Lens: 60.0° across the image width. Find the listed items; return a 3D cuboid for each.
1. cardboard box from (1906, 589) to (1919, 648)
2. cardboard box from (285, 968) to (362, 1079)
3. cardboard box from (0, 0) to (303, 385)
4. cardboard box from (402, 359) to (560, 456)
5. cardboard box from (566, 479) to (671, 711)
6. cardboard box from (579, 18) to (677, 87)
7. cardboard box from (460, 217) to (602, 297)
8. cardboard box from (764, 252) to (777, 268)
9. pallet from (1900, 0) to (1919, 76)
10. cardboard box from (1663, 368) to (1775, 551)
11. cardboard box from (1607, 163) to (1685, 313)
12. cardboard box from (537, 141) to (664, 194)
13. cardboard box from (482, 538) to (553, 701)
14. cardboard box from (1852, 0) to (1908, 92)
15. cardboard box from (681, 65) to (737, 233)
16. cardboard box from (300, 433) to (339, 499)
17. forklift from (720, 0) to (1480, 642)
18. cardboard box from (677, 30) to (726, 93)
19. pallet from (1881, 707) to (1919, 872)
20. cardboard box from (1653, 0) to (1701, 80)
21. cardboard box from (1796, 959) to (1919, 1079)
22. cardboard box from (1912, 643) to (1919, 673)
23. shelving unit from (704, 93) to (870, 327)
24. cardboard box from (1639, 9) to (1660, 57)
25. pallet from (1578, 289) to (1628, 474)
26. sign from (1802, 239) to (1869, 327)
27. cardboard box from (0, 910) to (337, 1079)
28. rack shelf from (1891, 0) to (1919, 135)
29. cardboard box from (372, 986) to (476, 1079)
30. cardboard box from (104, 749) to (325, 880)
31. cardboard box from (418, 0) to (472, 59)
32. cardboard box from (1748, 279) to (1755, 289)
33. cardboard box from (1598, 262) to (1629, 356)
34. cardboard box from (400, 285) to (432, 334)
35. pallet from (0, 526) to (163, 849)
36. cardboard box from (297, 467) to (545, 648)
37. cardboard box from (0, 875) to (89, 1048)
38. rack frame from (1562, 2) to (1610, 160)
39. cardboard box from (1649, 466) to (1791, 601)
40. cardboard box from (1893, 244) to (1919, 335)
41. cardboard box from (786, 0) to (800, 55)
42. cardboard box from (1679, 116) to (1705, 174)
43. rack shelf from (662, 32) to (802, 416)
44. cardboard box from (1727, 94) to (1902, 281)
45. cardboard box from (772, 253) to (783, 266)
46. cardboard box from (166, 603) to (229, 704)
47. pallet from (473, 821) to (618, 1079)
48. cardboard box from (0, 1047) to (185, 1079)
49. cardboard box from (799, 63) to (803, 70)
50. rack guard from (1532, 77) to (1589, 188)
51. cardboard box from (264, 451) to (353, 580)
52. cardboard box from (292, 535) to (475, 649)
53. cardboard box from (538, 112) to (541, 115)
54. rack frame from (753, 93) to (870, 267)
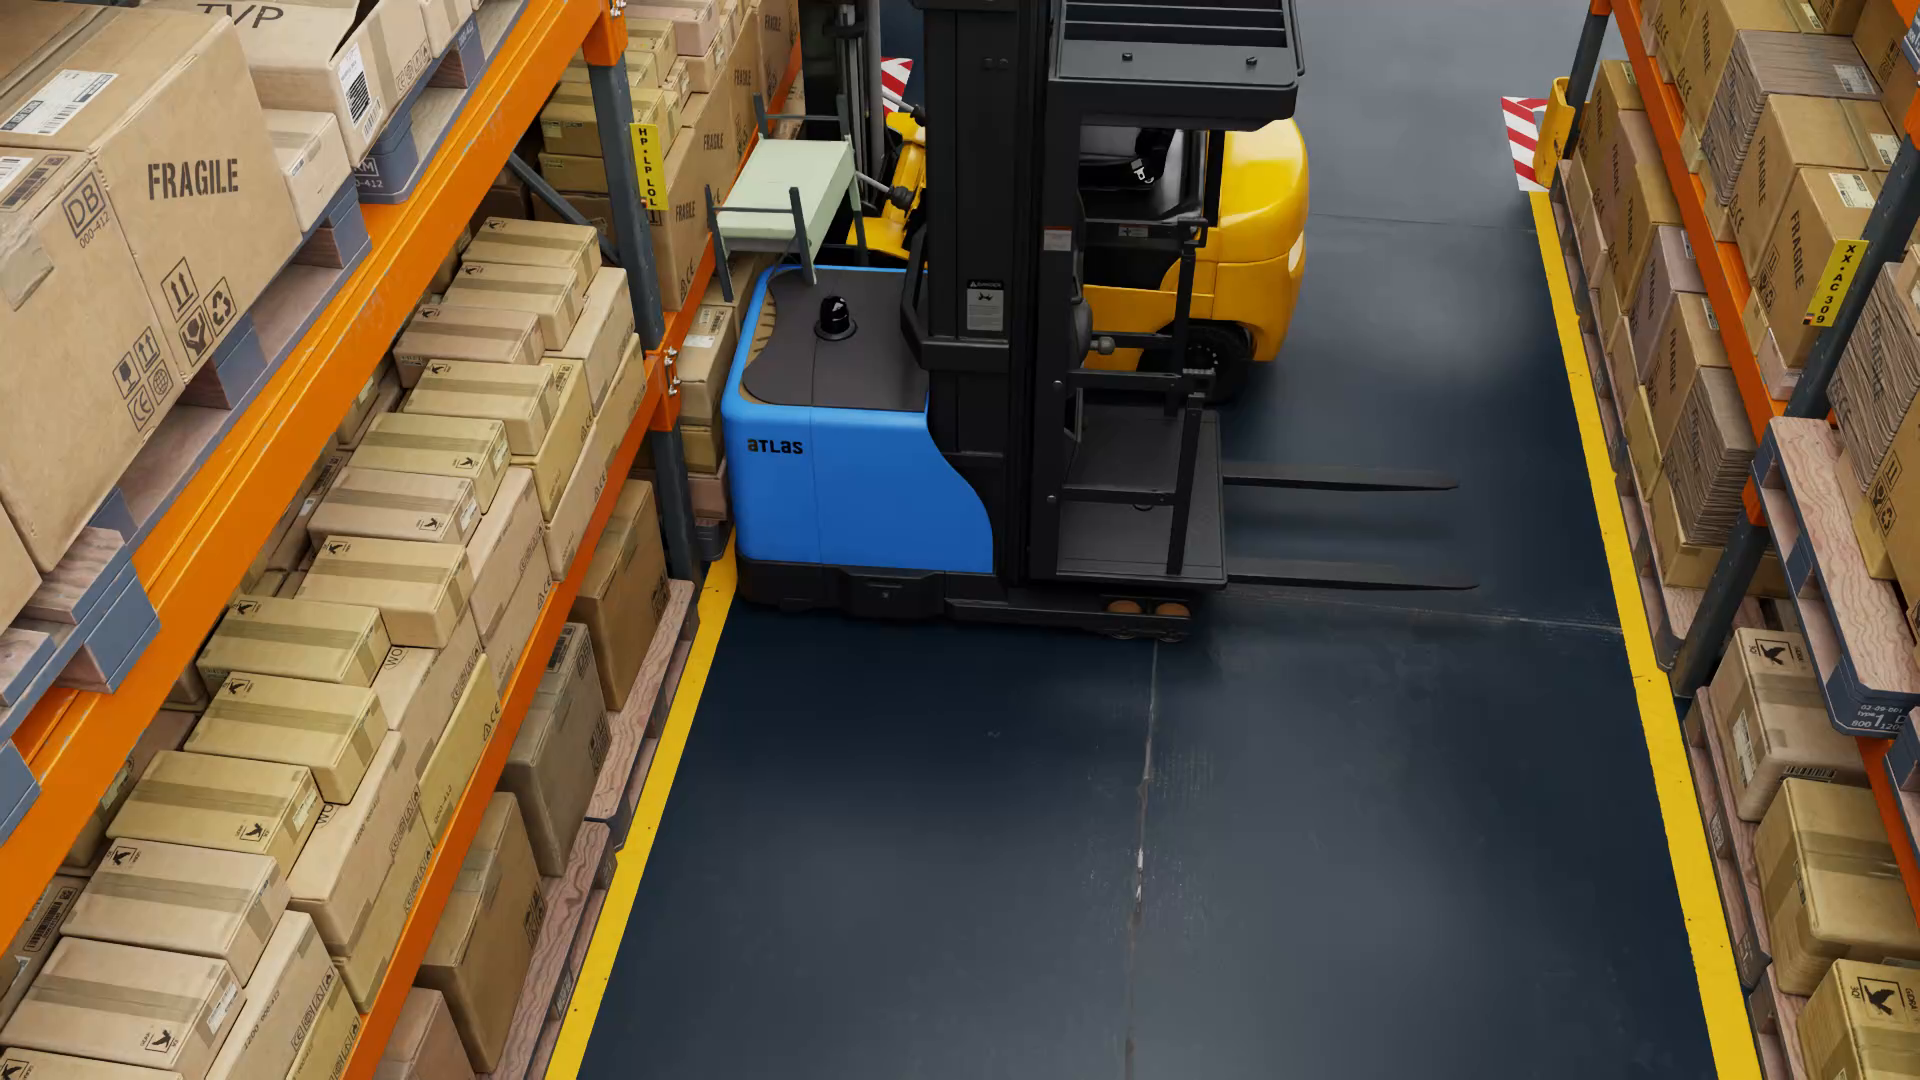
[{"bbox_3d":[2.840,0.215,4.247,0.500,0.500,0.500,5,44,5],"label":"cardboard box"},{"bbox_3d":[-1.746,1.251,3.857,0.500,0.250,0.500,4,44,5],"label":"cardboard box"},{"bbox_3d":[-1.646,-0.661,3.134,0.500,0.500,0.500,6,44,7],"label":"cardboard box"},{"bbox_3d":[-1.418,-0.396,4.942,0.380,0.149,0.250,4,44,4],"label":"cardboard box"},{"bbox_3d":[-1.647,0.159,6.322,0.875,0.625,0.625,7,44,7],"label":"cardboard box"},{"bbox_3d":[-1.283,-1.839,6.249,0.380,0.149,0.250,5,44,5],"label":"cardboard box"},{"bbox_3d":[-1.414,-0.926,5.502,0.380,0.149,0.250,7,44,7],"label":"cardboard box"},{"bbox_3d":[-1.082,-1.413,7.528,0.500,0.250,0.500,7,44,7],"label":"cardboard box"},{"bbox_3d":[3.144,-1.069,4.152,1.213,0.211,1.003,5,44,6],"label":"pallet"},{"bbox_3d":[3.143,-0.313,6.548,0.500,0.500,0.500,5,44,5],"label":"cardboard box"},{"bbox_3d":[3.338,-1.373,7.667,0.500,0.500,0.500,6,44,6],"label":"cardboard box"},{"bbox_3d":[-1.286,-1.373,5.974,0.380,0.149,0.250,5,44,5],"label":"cardboard box"},{"bbox_3d":[-1.554,0.193,4.974,0.500,0.250,0.500,5,44,6],"label":"cardboard box"},{"bbox_3d":[3.787,-1.932,6.093,0.700,0.500,0.500,4,44,5],"label":"cardboard box"},{"bbox_3d":[-1.219,-1.579,6.663,0.500,0.500,0.500,6,44,6],"label":"cardboard box"},{"bbox_3d":[-2.041,-0.268,4.807,0.380,0.149,0.250,5,44,5],"label":"cardboard box"},{"bbox_3d":[0.623,-1.030,6.206,3.031,2.935,1.130,3,44,3],"label":"forklift"},{"bbox_3d":[-1.141,-1.891,6.521,0.380,0.149,0.250,6,44,6],"label":"cardboard box"},{"bbox_3d":[3.024,0.984,4.169,1.003,0.211,1.213,5,44,6],"label":"pallet"},{"bbox_3d":[3.391,-2.331,7.241,0.500,0.500,0.500,4,44,5],"label":"cardboard box"},{"bbox_3d":[3.082,1.665,4.916,0.950,0.372,0.625,7,44,7],"label":"cardboard box"},{"bbox_3d":[2.866,0.369,4.556,0.380,0.149,0.250,6,44,6],"label":"cardboard box"},{"bbox_3d":[-0.689,-1.080,7.261,0.431,1.500,0.755,4,44,12],"label":"shelving unit"},{"bbox_3d":[3.396,-2.365,7.749,0.380,0.149,0.250,6,44,6],"label":"cardboard box"},{"bbox_3d":[3.544,-0.741,7.879,1.003,0.211,1.213,5,44,6],"label":"pallet"},{"bbox_3d":[2.792,-0.817,5.302,0.100,0.325,0.005,5,44,6],"label":"sign"},{"bbox_3d":[-1.750,1.070,3.684,0.500,0.250,0.500,7,44,7],"label":"cardboard box"},{"bbox_3d":[3.596,-2.650,6.209,1.077,0.370,4.000,5,44,6],"label":"rack shelf"},{"bbox_3d":[-1.944,1.658,4.739,0.875,0.625,0.625,7,44,7],"label":"cardboard box"},{"bbox_3d":[-1.716,0.643,3.844,0.380,0.149,0.250,6,44,6],"label":"cardboard box"},{"bbox_3d":[-1.434,-1.317,4.082,0.380,0.149,0.250,5,44,5],"label":"cardboard box"},{"bbox_3d":[3.210,-0.956,6.260,0.380,0.149,0.250,5,44,6],"label":"cardboard box"},{"bbox_3d":[3.345,-1.094,7.918,0.500,0.250,0.500,8,44,8],"label":"cardboard box"},{"bbox_3d":[-1.936,-0.781,5.349,0.380,0.149,0.250,4,44,4],"label":"cardboard box"},{"bbox_3d":[-2.117,0.327,2.678,1.213,0.211,1.003,7,44,7],"label":"pallet"},{"bbox_3d":[-1.535,0.022,4.790,0.500,0.250,0.500,6,44,6],"label":"cardboard box"},{"bbox_3d":[-2.268,1.011,3.746,0.500,0.250,0.500,6,44,6],"label":"cardboard box"},{"bbox_3d":[3.860,-3.185,8.432,1.000,3.000,0.127,5,44,6],"label":"rack frame"},{"bbox_3d":[3.143,-0.040,6.805,0.500,0.250,0.500,7,44,7],"label":"cardboard box"},{"bbox_3d":[2.919,-0.703,4.744,0.380,0.149,0.250,5,44,5],"label":"cardboard box"},{"bbox_3d":[-1.010,-2.609,7.751,0.500,0.500,0.500,4,44,5],"label":"cardboard box"},{"bbox_3d":[3.264,-1.657,7.001,0.380,0.149,0.250,6,44,6],"label":"cardboard box"},{"bbox_3d":[-1.325,-2.009,7.714,1.077,0.370,4.000,5,44,6],"label":"rack shelf"},{"bbox_3d":[3.205,-1.280,6.131,0.500,0.500,0.500,7,44,7],"label":"cardboard box"},{"bbox_3d":[-1.077,-1.230,7.698,0.500,0.250,0.500,5,44,5],"label":"cardboard box"},{"bbox_3d":[-2.092,0.259,4.251,0.380,0.149,0.250,6,44,7],"label":"cardboard box"},{"bbox_3d":[-1.807,1.444,5.571,1.003,0.211,1.213,5,44,6],"label":"pallet"},{"bbox_3d":[-1.750,1.174,3.284,0.380,0.149,0.250,6,44,6],"label":"cardboard box"},{"bbox_3d":[-0.874,-2.460,8.634,0.500,0.250,0.500,6,44,6],"label":"cardboard box"},{"bbox_3d":[3.850,-2.225,9.237,1.175,0.500,0.348,5,44,6],"label":"rack guard"},{"bbox_3d":[-2.066,-0.022,4.837,0.500,0.250,0.500,4,44,5],"label":"cardboard box"},{"bbox_3d":[-1.512,0.135,4.381,0.380,0.149,0.250,4,44,4],"label":"cardboard box"},{"bbox_3d":[-1.759,-1.775,6.399,0.380,0.149,0.250,6,44,7],"label":"cardboard box"},{"bbox_3d":[-0.617,-1.328,7.519,0.400,1.500,0.023,4,44,12],"label":"rack frame"}]
